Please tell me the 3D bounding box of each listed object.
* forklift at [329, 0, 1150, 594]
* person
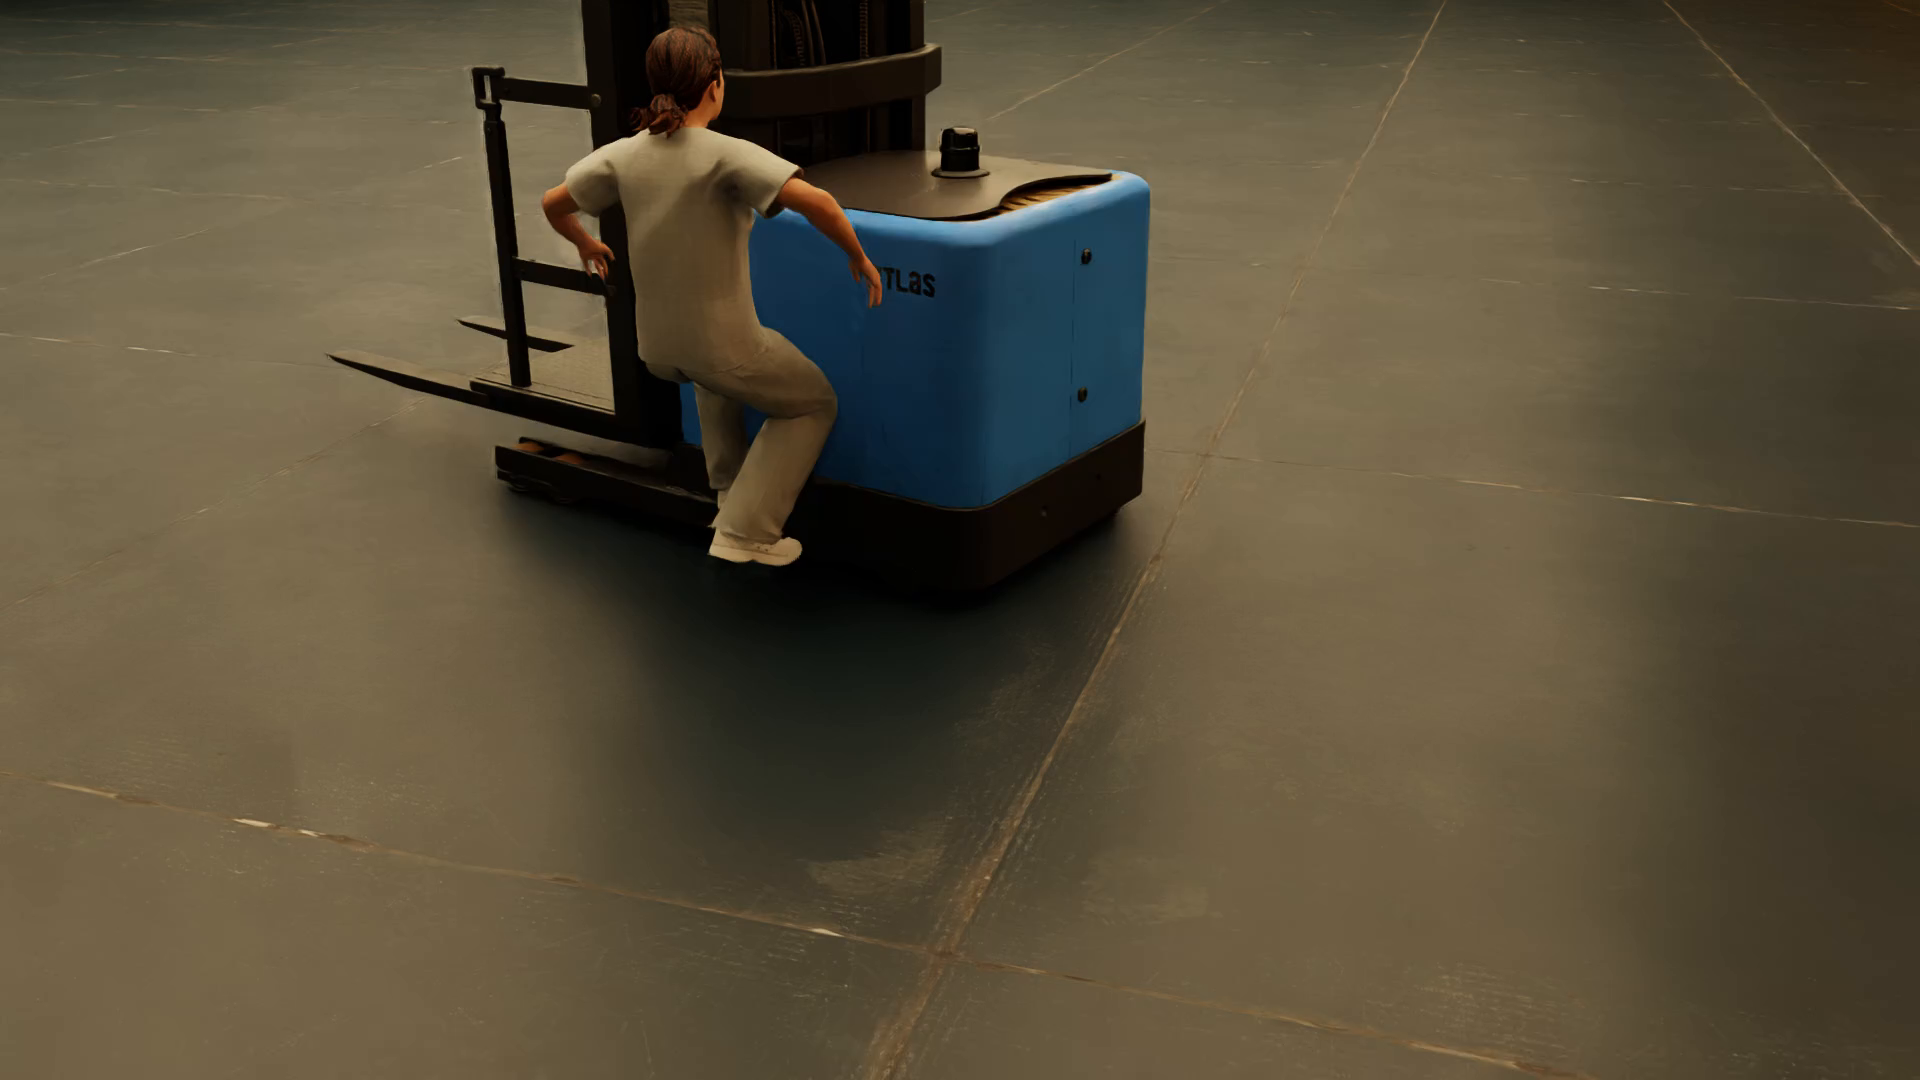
[{"bbox_3d":[-0.922,-1.621,5.206,3.031,2.935,1.130,15,27,31],"label":"forklift"},{"bbox_3d":[-0.604,-0.647,4.508,0.915,1.459,0.723,12,25,27],"label":"person"}]
